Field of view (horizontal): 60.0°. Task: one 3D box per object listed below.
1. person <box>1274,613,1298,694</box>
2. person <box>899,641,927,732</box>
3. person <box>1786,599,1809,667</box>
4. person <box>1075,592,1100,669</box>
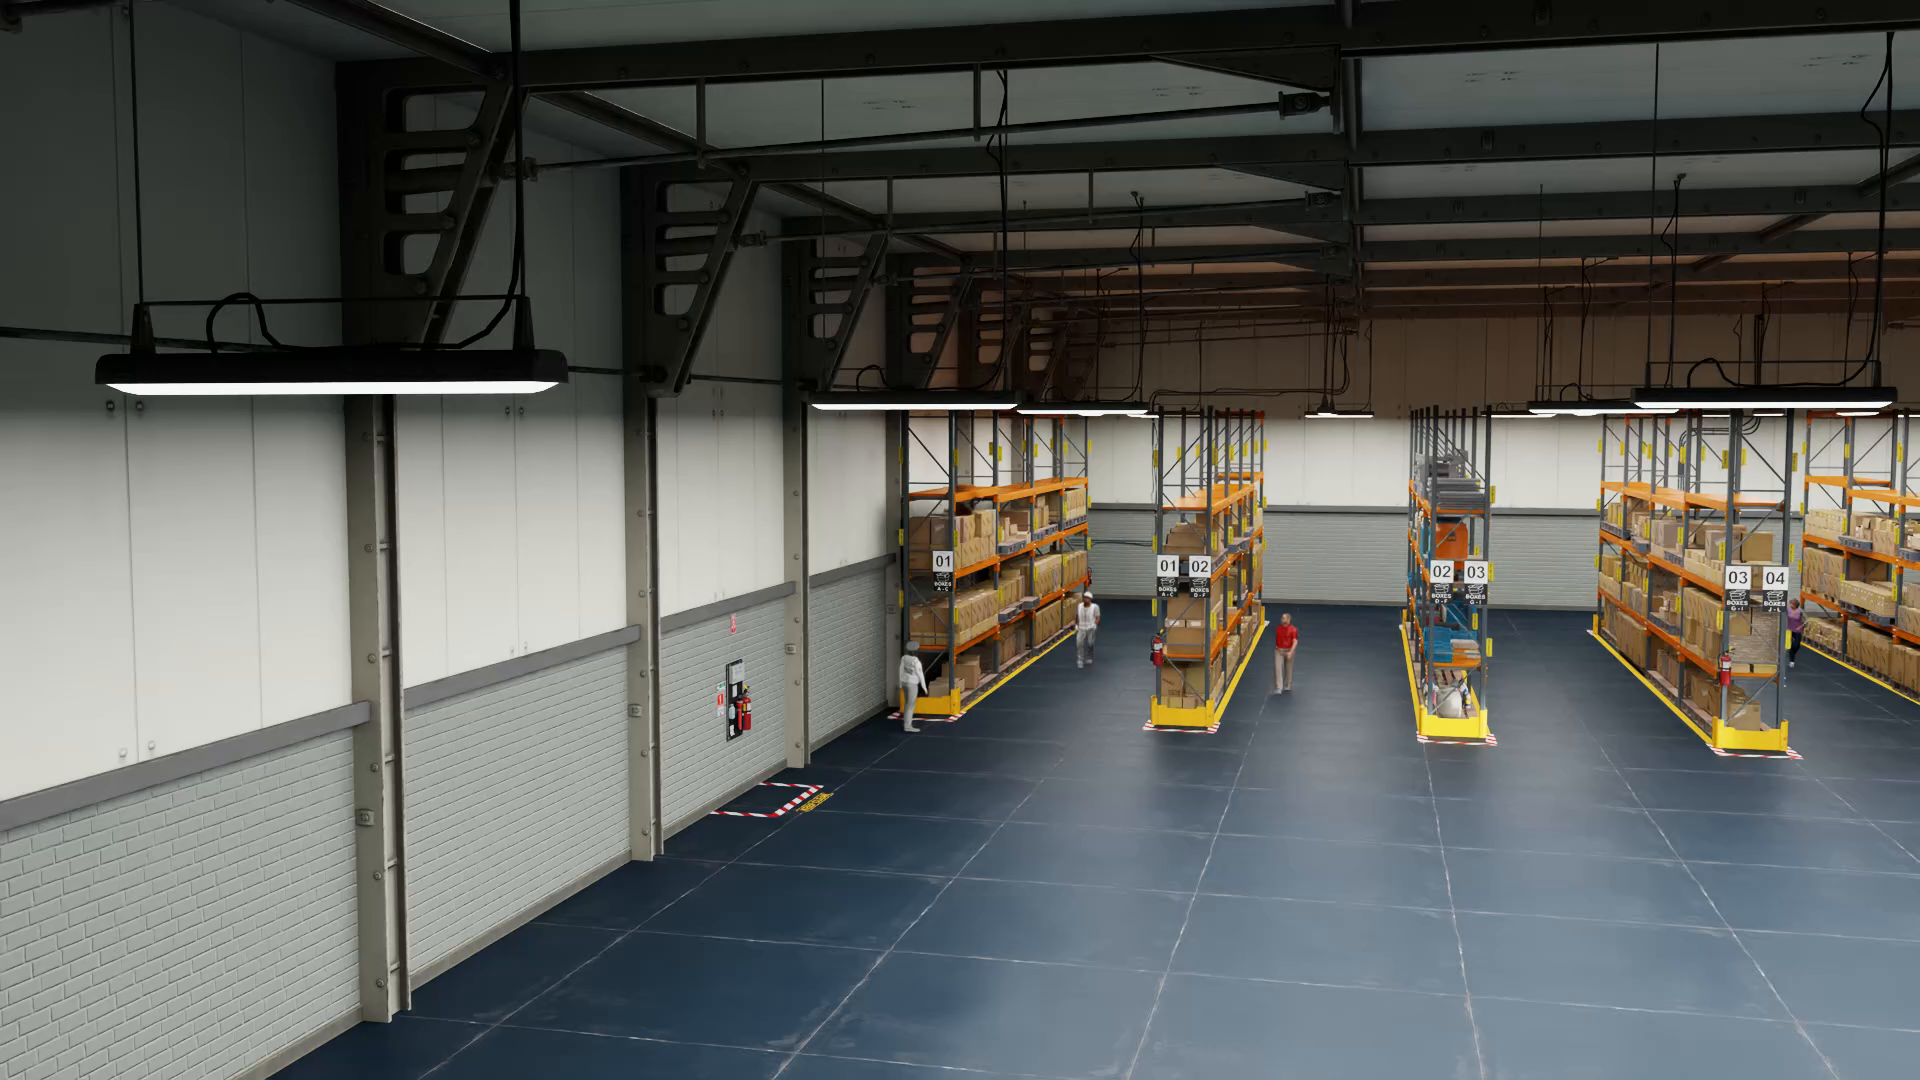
[{"bbox_3d":[6.824,2.375,34.829,0.493,1.666,1.049,1,4,13],"label":"person"},{"bbox_3d":[-0.899,2.691,30.790,0.543,1.690,0.672,-3,5,-36],"label":"person"},{"bbox_3d":[19.577,2.162,38.935,0.482,1.590,0.656,1,4,18],"label":"person"},{"bbox_3d":[2.953,2.109,38.740,0.636,1.808,0.876,1,4,16],"label":"person"}]
